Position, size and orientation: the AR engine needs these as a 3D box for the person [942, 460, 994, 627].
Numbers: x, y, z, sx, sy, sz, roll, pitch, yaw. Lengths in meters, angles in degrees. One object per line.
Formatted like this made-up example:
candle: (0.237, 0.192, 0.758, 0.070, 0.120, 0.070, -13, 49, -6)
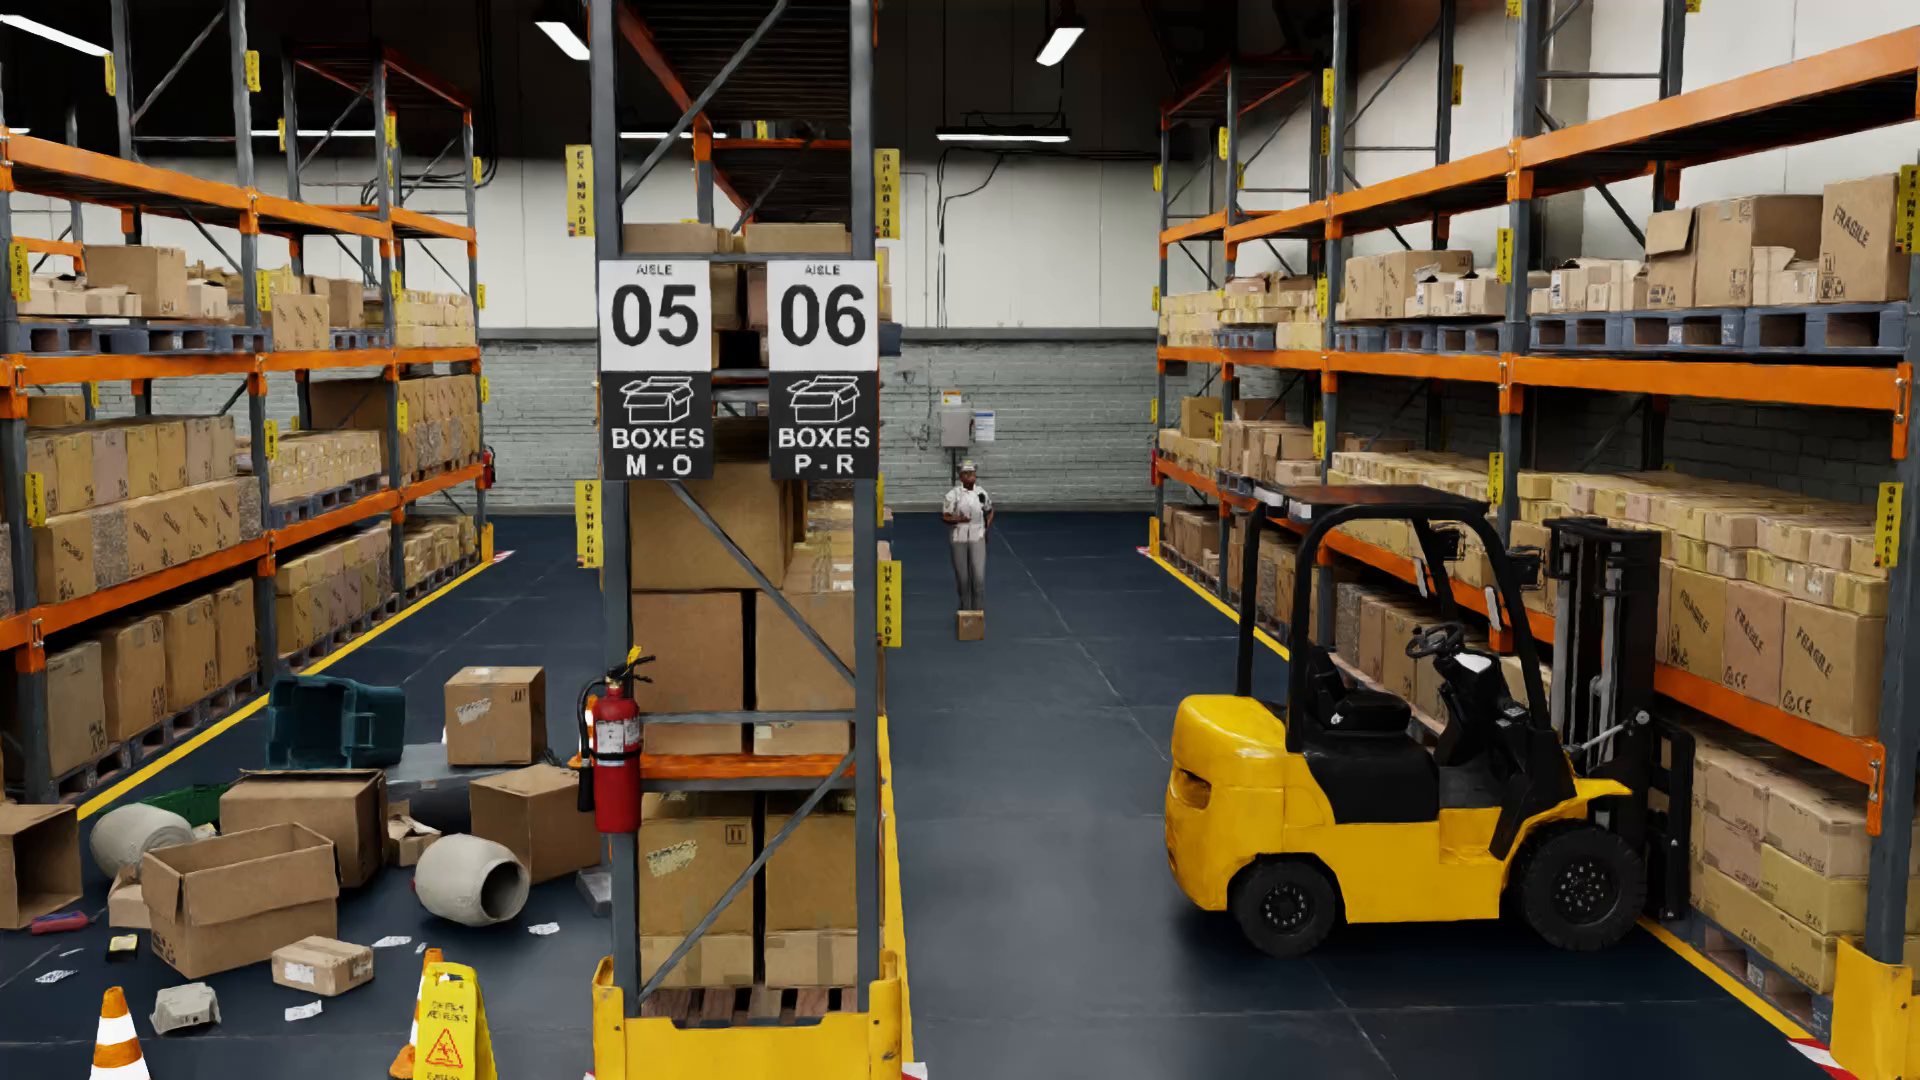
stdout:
person: (0.093, 0.044, 17.013, 0.558, 1.728, 0.616, 0, 7, -3)
